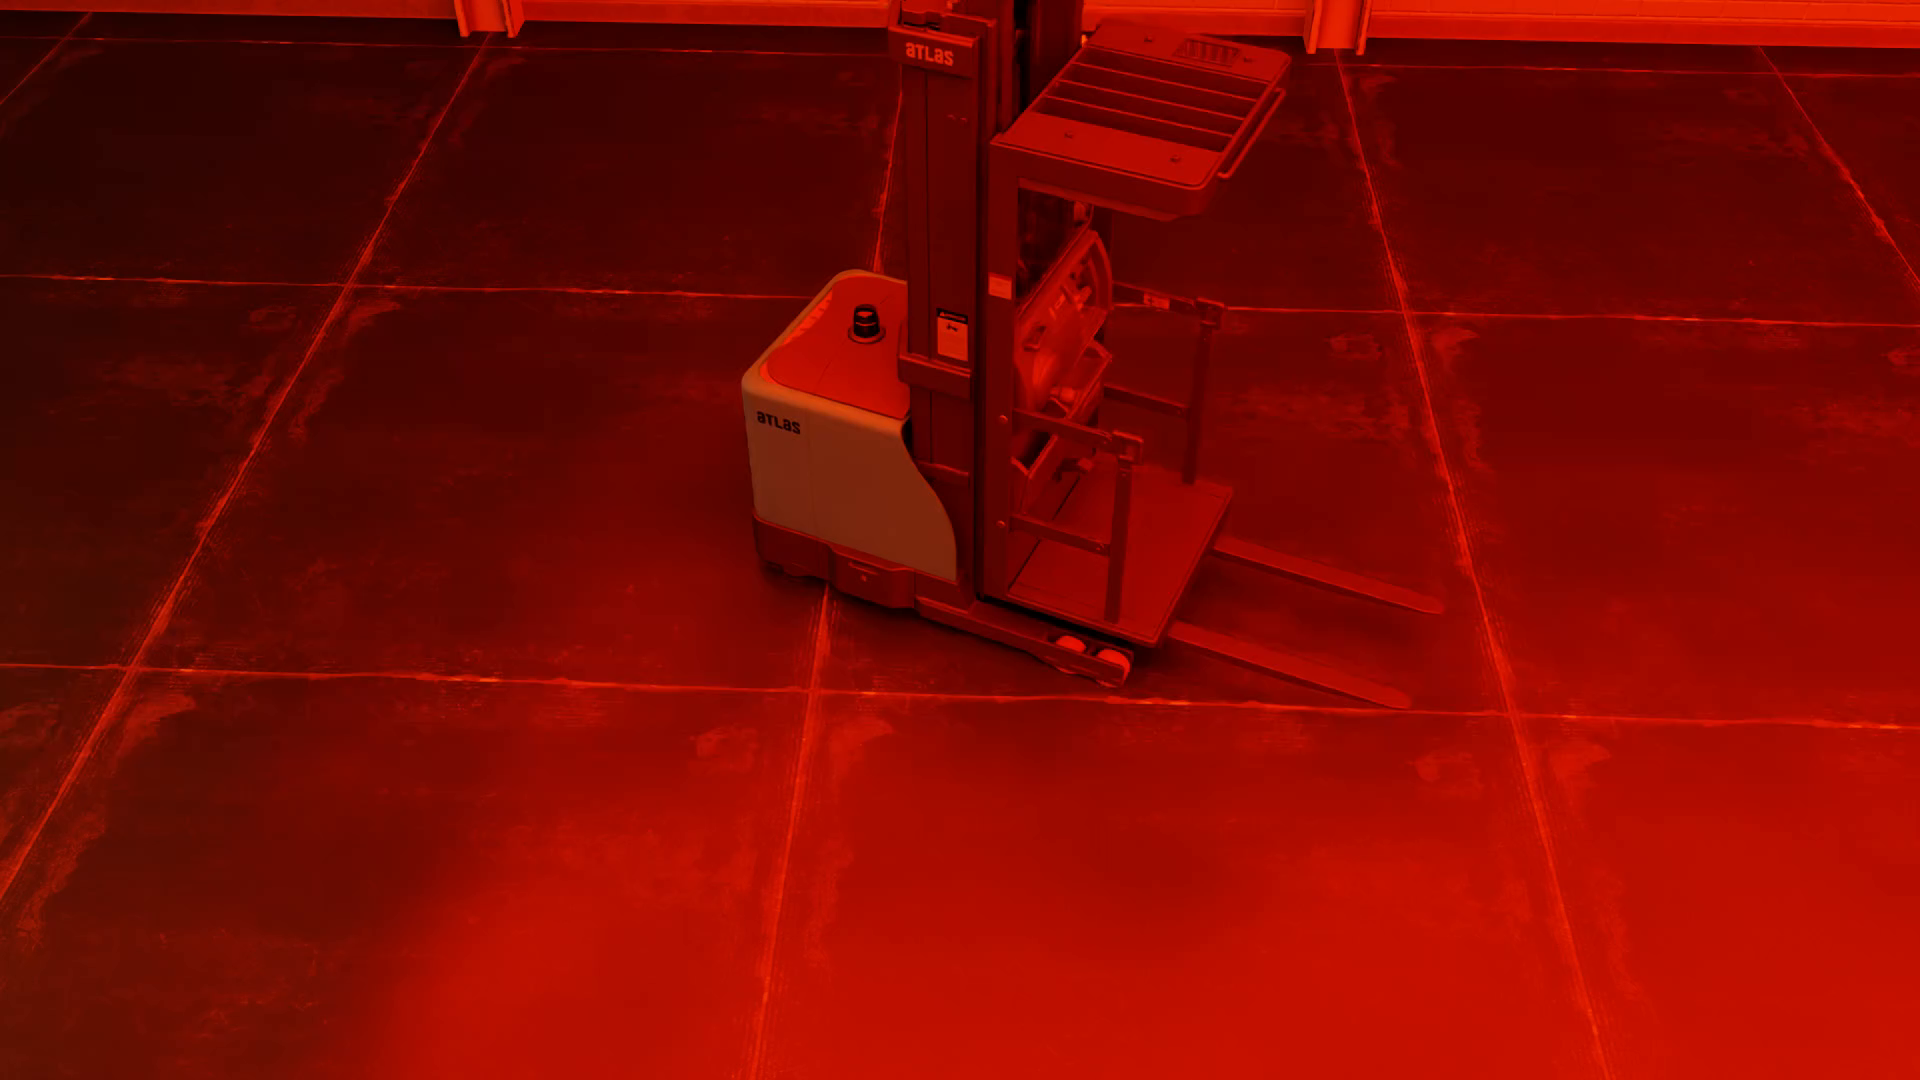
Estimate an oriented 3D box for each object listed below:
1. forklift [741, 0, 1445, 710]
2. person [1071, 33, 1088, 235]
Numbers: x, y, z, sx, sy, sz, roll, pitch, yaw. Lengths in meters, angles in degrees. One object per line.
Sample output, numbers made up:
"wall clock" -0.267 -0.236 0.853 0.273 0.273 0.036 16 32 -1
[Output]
"forklift" 0.607 -0.855 6.679 3.031 2.935 1.130 17 45 18
"person" 0.609 -2.031 9.056 0.914 1.508 0.844 -19 46 -19
